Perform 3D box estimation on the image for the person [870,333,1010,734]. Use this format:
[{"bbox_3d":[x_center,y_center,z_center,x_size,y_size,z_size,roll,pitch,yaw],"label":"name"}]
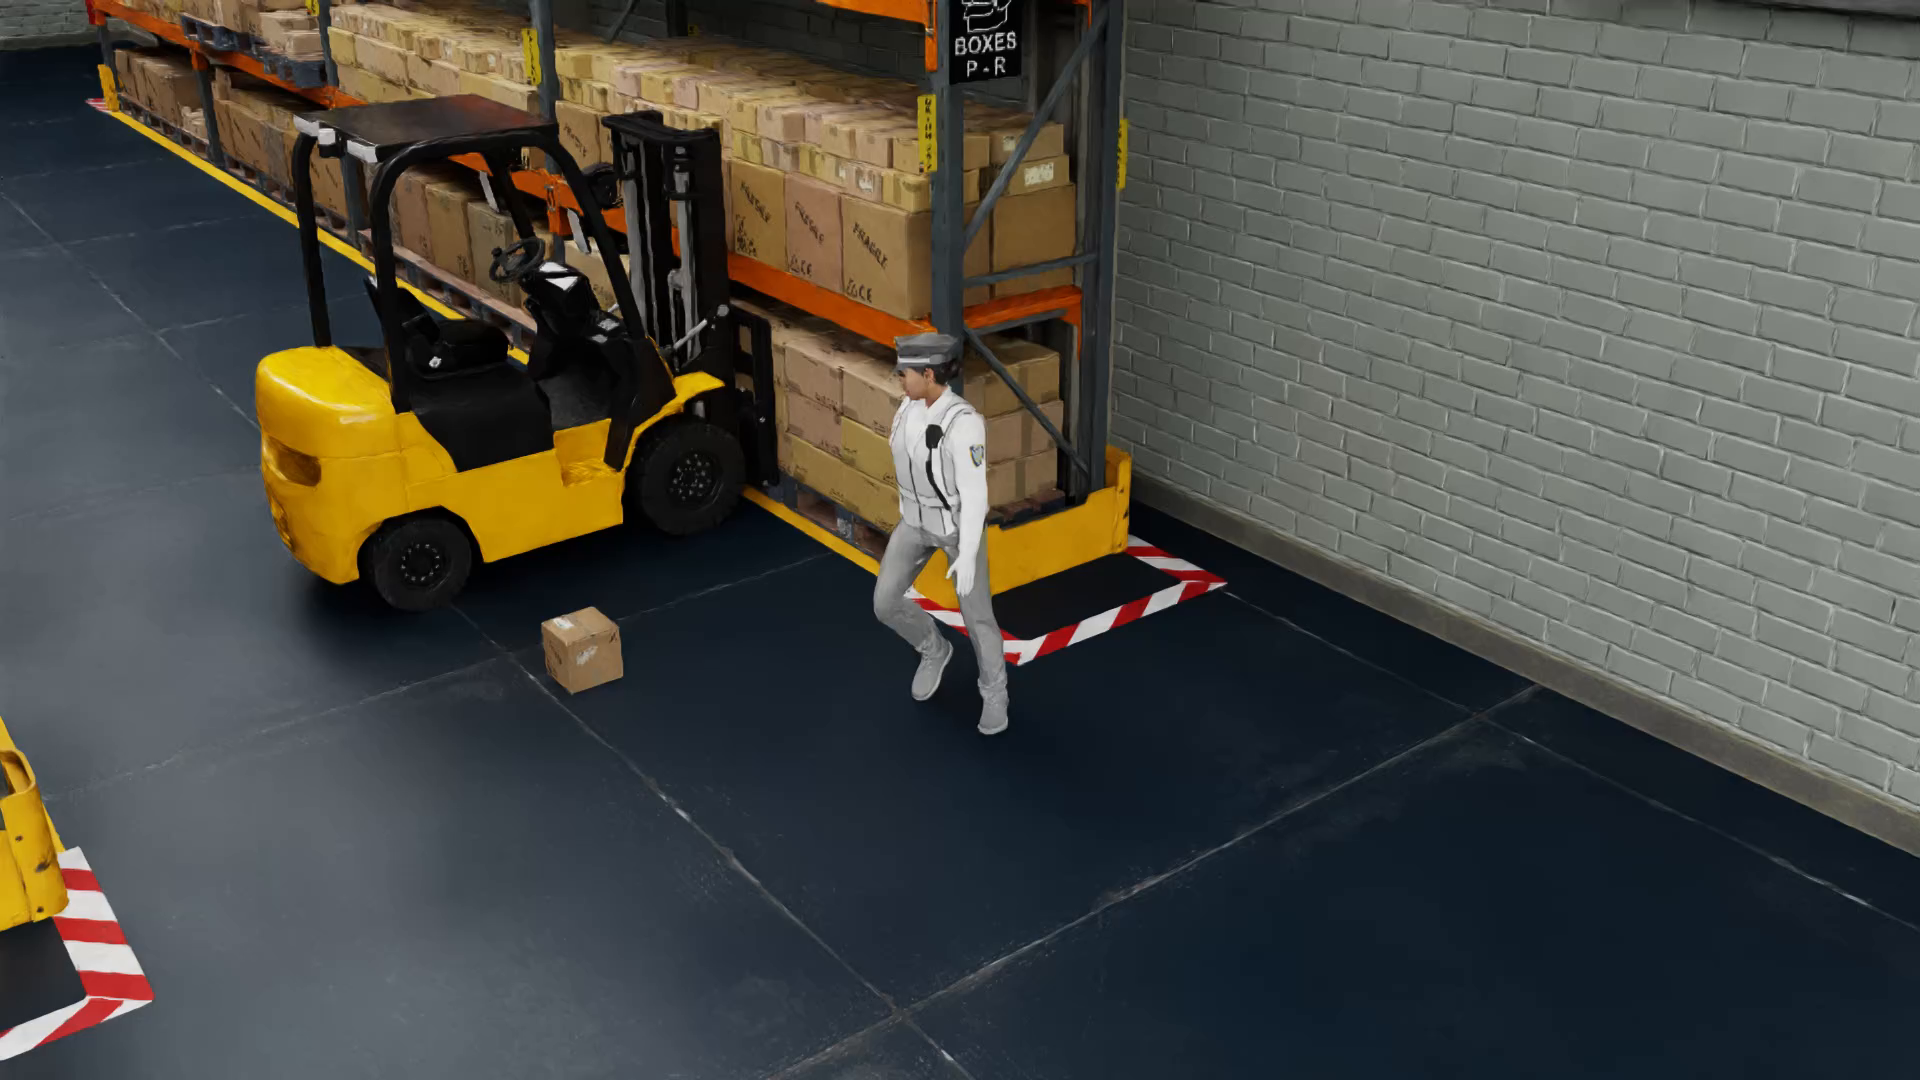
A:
[{"bbox_3d":[-0.072,-0.019,6.630,0.565,1.655,0.484,21,32,38],"label":"person"}]
